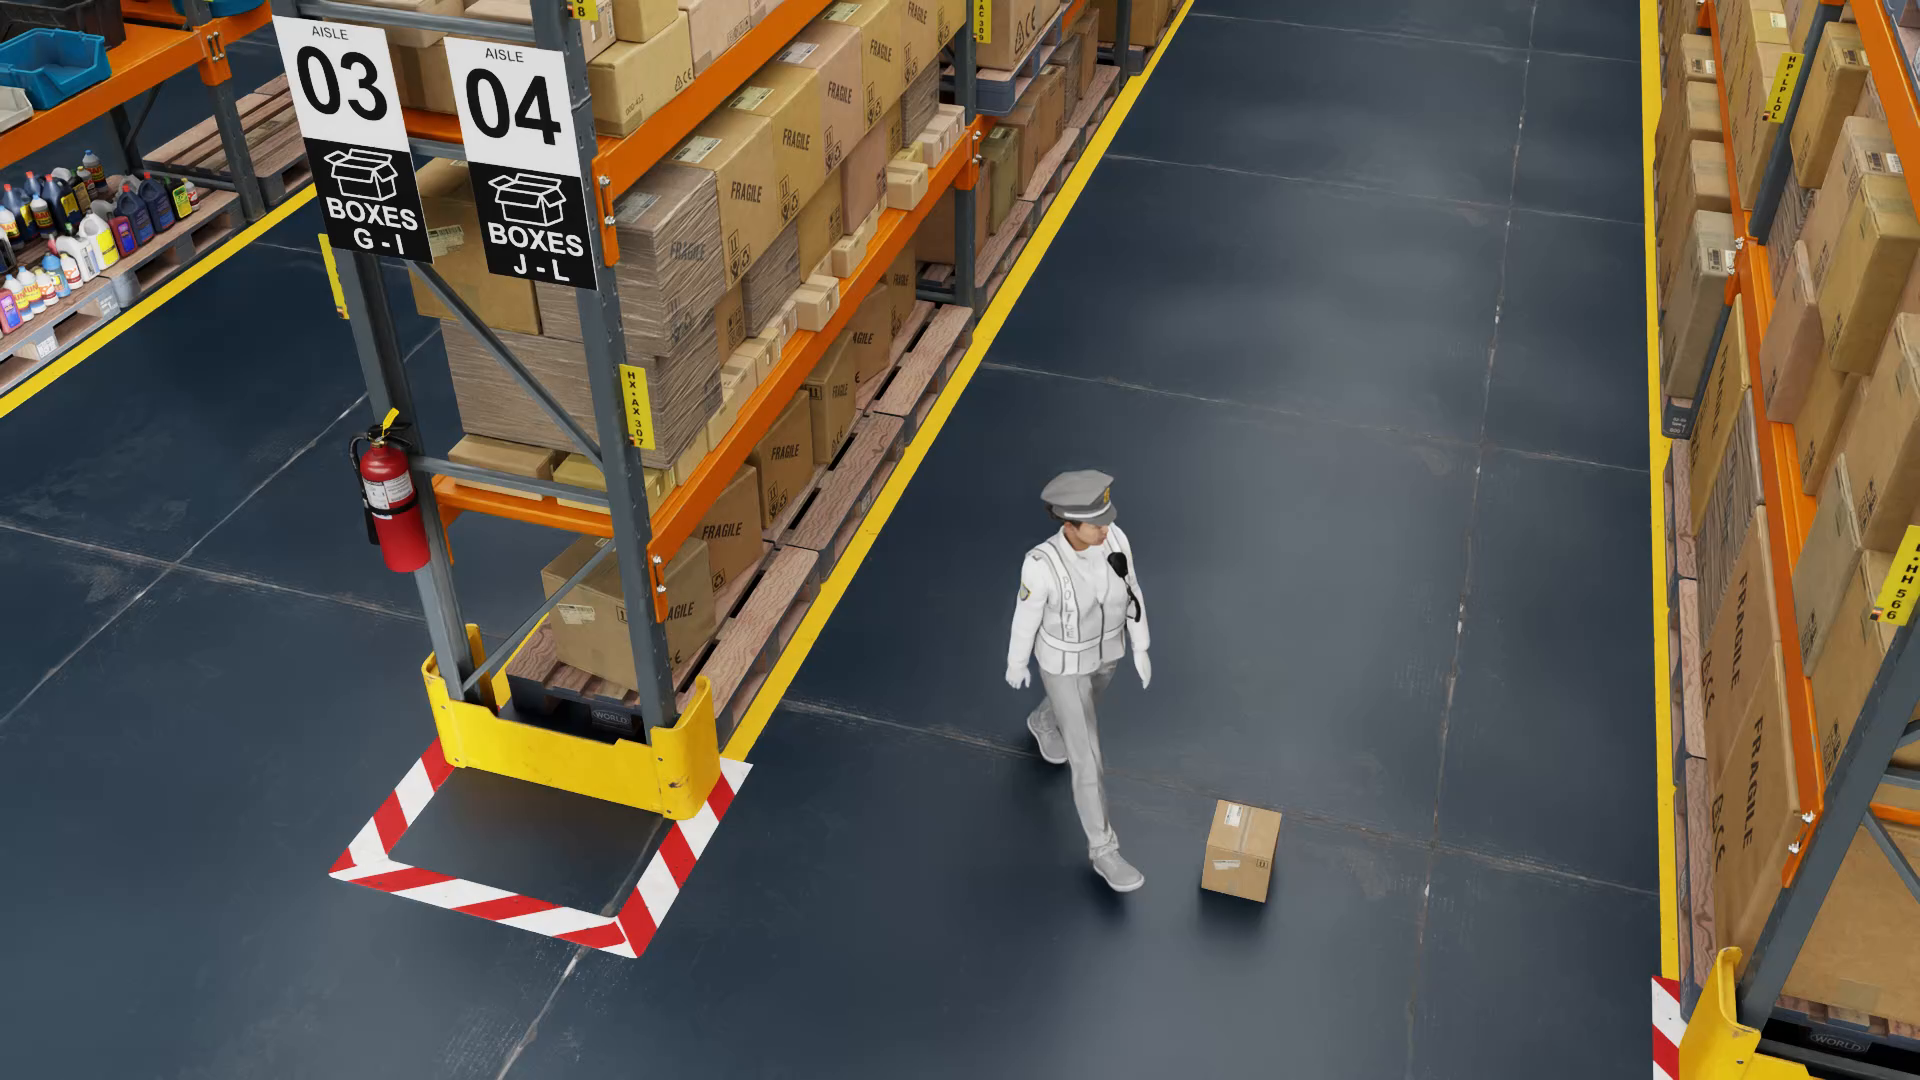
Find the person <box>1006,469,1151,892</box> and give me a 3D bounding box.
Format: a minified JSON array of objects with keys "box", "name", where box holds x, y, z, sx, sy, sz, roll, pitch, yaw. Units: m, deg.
[{"box":[0.509,0.460,6.291,0.510,1.609,1.028,-23,43,-27],"name":"person"}]
